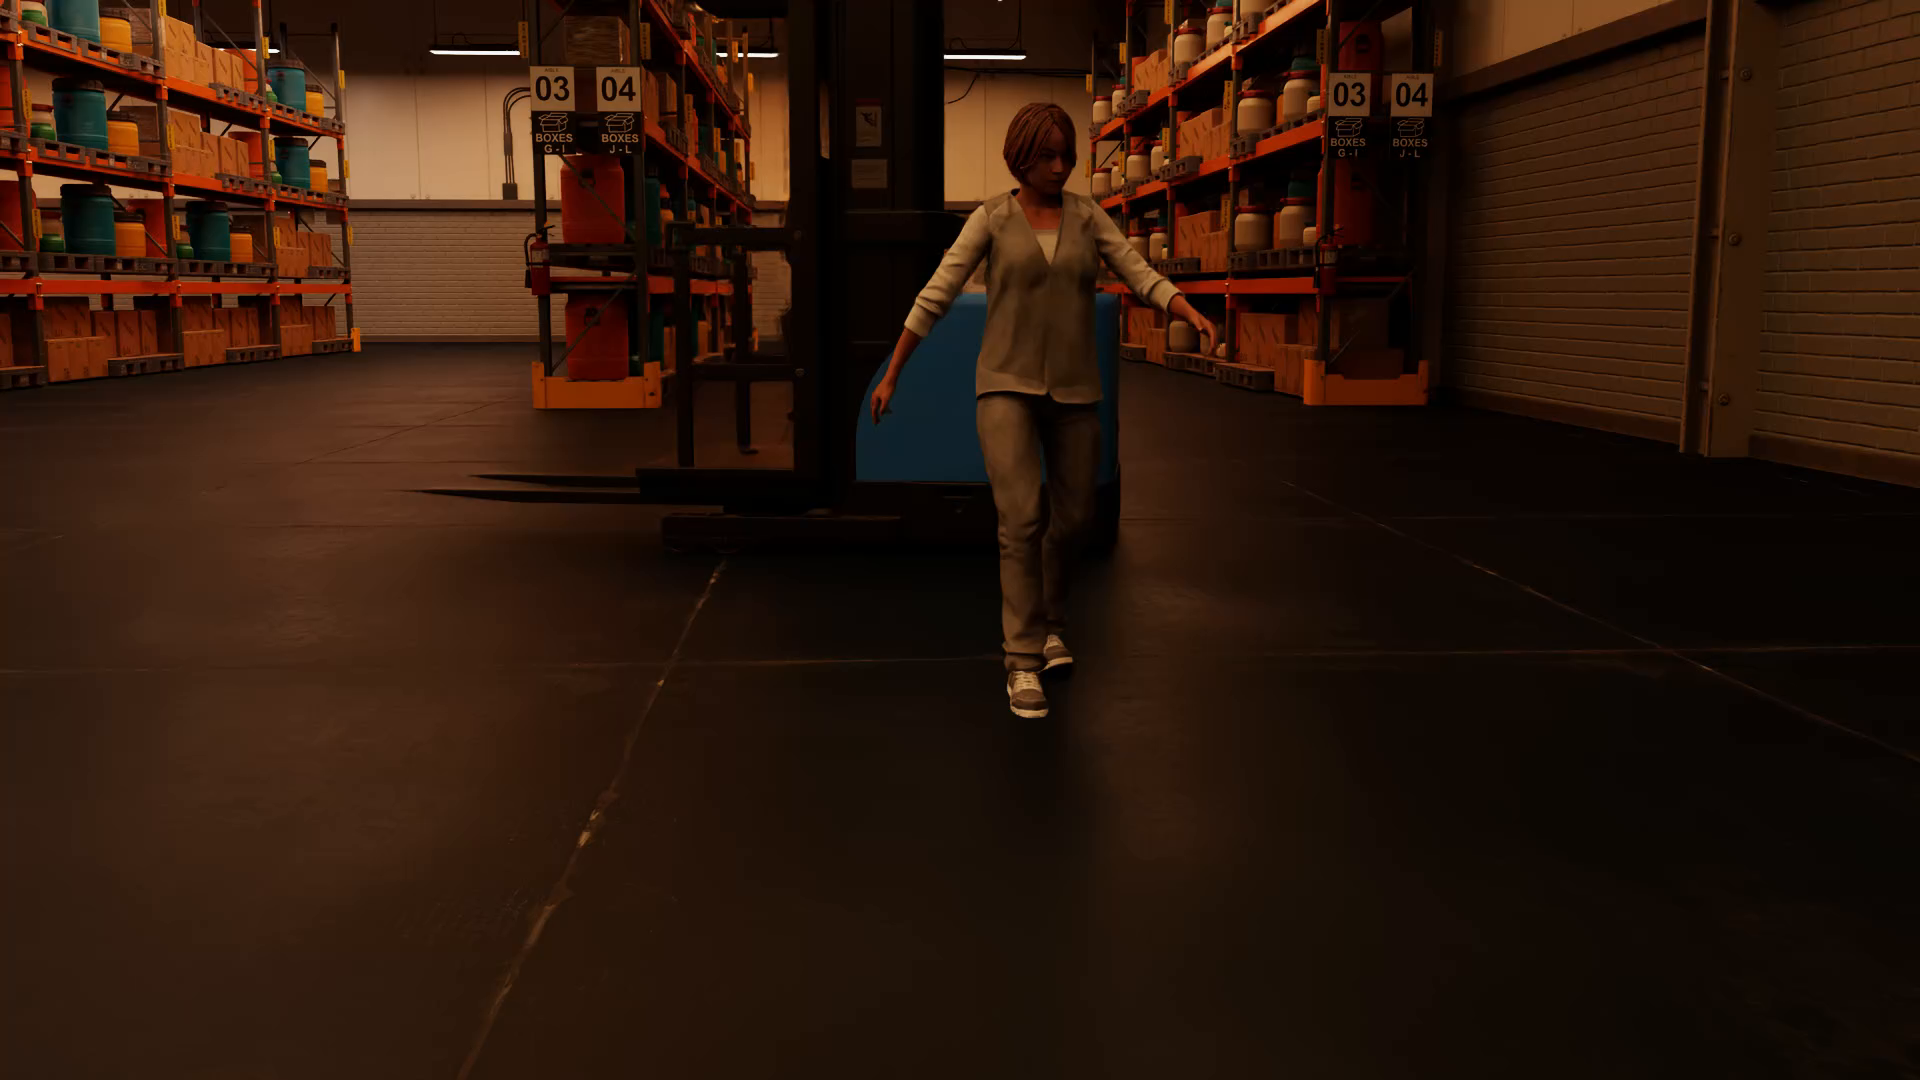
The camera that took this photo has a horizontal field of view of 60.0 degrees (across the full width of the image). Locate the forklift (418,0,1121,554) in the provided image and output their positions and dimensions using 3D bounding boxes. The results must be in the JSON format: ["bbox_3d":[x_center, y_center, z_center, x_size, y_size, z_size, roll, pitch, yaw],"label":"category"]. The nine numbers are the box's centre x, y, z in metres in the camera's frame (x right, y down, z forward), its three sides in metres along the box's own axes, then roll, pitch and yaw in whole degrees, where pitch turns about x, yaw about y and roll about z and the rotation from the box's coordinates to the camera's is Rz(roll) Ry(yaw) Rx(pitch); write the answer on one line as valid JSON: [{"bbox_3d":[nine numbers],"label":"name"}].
[{"bbox_3d":[-0.819,-1.468,7.215,3.031,2.935,1.130,1,8,6],"label":"forklift"}]

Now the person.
[{"bbox_3d":[0.193,-0.361,4.448,0.822,1.579,0.710,-2,9,-11],"label":"person"}]
